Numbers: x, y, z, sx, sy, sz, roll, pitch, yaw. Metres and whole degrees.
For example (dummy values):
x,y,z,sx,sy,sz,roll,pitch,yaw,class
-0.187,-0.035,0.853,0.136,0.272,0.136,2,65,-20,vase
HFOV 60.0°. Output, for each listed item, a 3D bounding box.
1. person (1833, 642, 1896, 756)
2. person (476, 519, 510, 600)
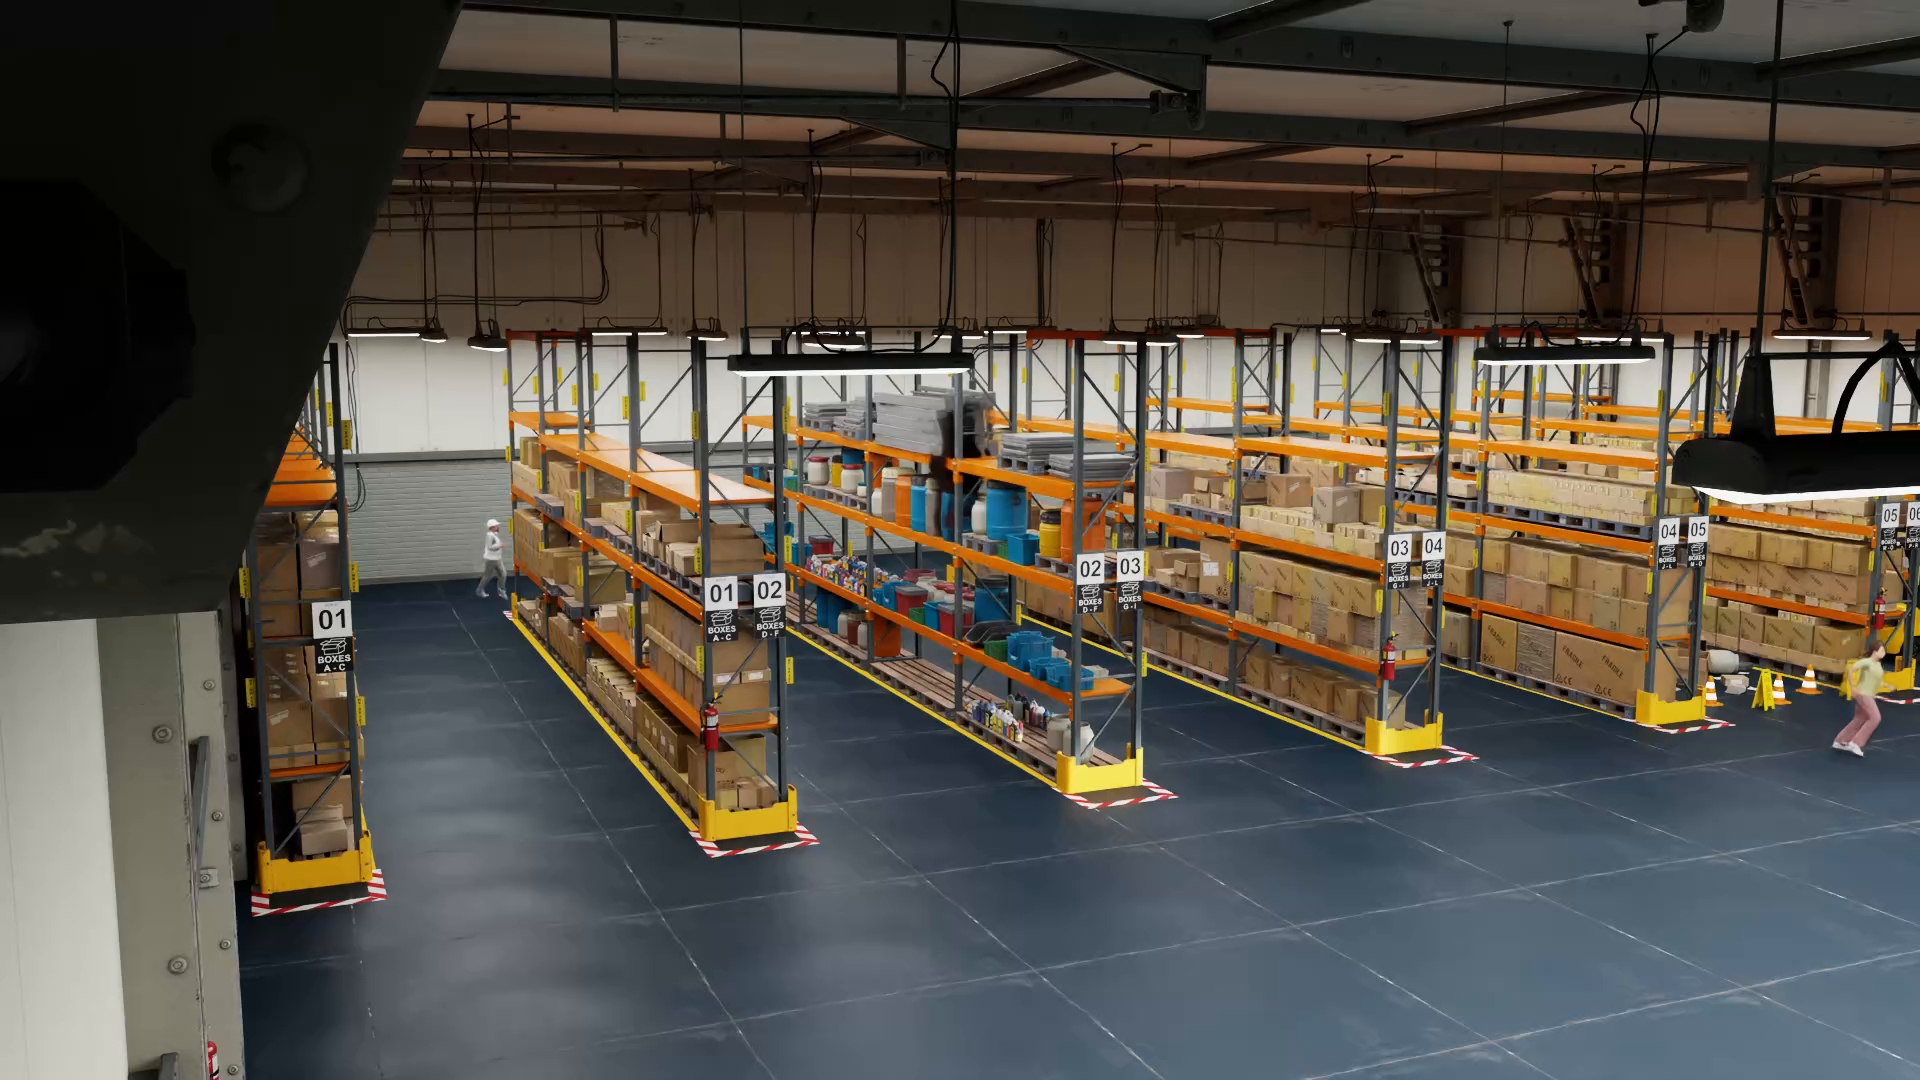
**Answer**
x,y,z,sx,sy,sz,roll,pitch,yaw,class
13.044,2.267,23.949,0.746,1.578,0.700,-7,11,-43,person
-10.371,0.461,36.839,0.774,1.841,0.641,0,8,0,person
